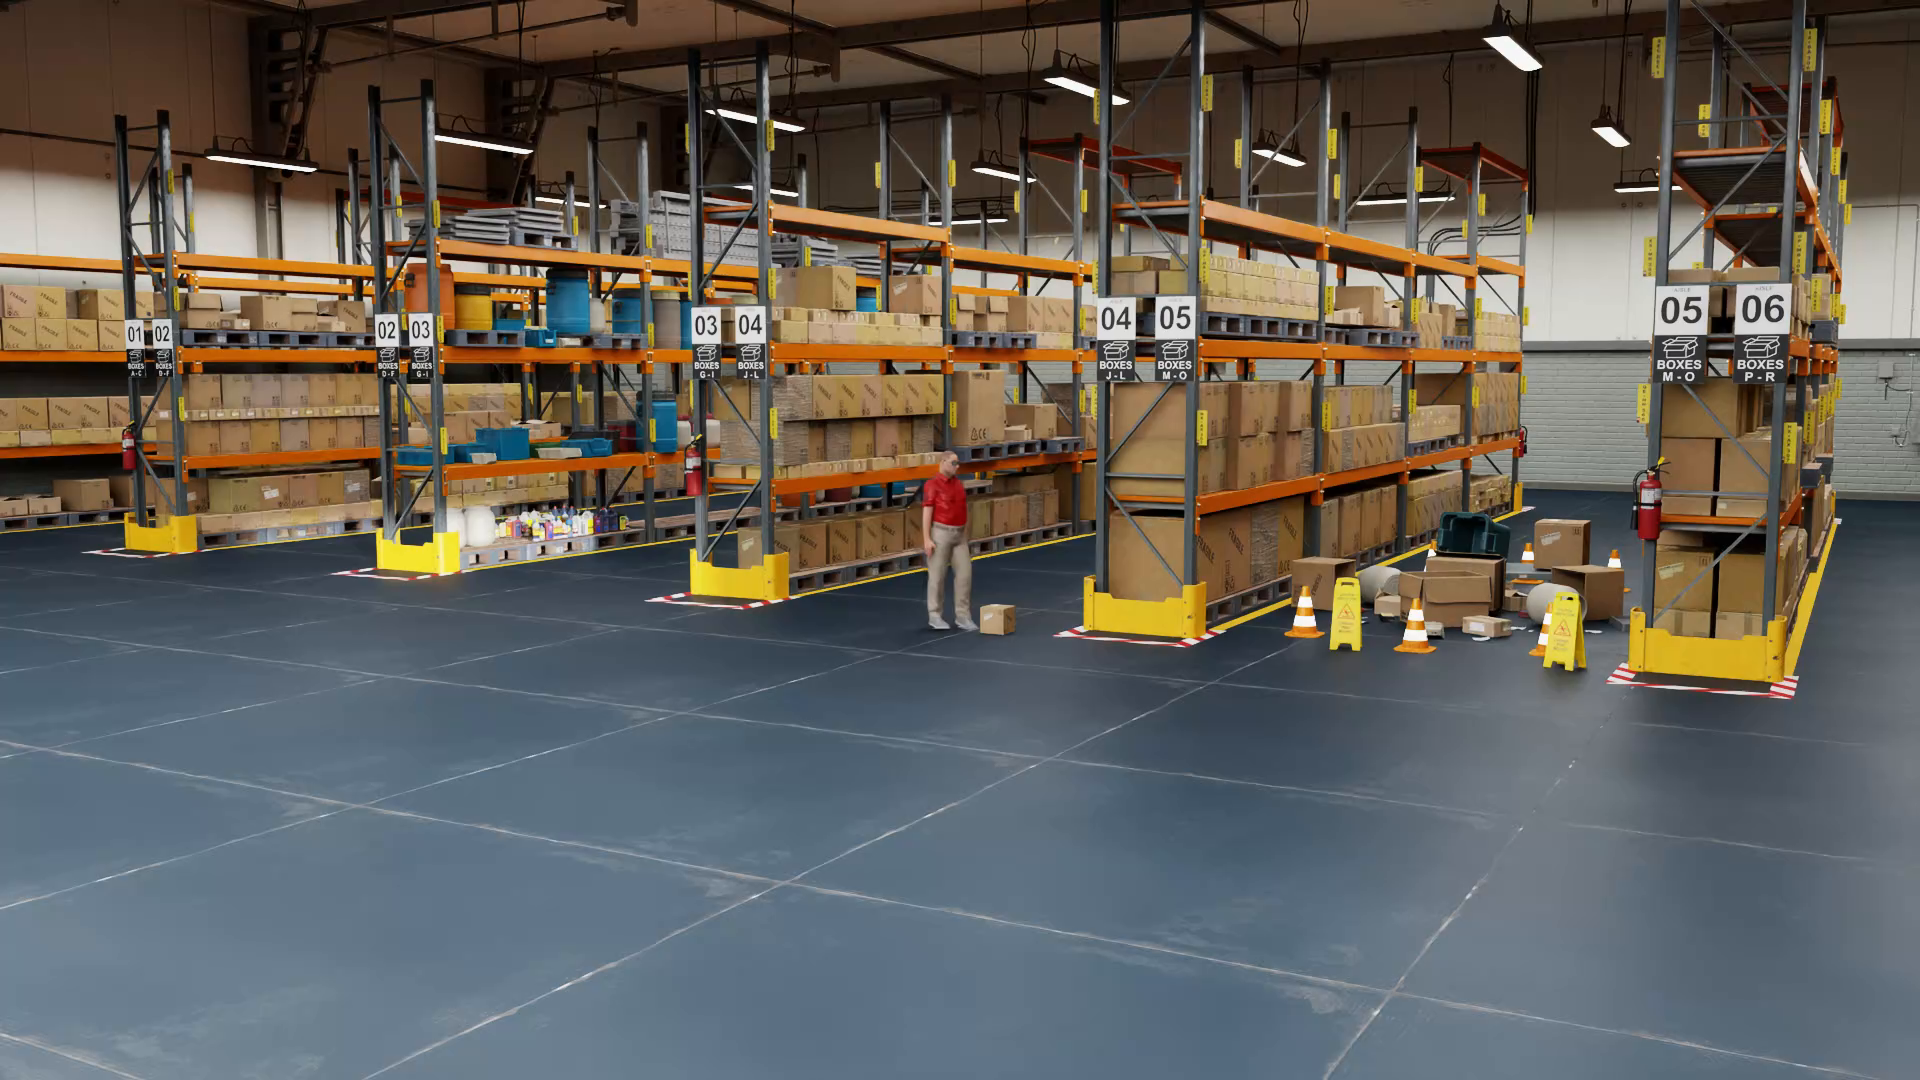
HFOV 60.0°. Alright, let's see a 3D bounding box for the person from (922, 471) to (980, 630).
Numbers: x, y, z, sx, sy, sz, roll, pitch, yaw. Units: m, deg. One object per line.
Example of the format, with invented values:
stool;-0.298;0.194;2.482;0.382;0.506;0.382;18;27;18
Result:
person;-0.087;0.129;16.130;0.533;1.588;0.474;-6;8;-44
